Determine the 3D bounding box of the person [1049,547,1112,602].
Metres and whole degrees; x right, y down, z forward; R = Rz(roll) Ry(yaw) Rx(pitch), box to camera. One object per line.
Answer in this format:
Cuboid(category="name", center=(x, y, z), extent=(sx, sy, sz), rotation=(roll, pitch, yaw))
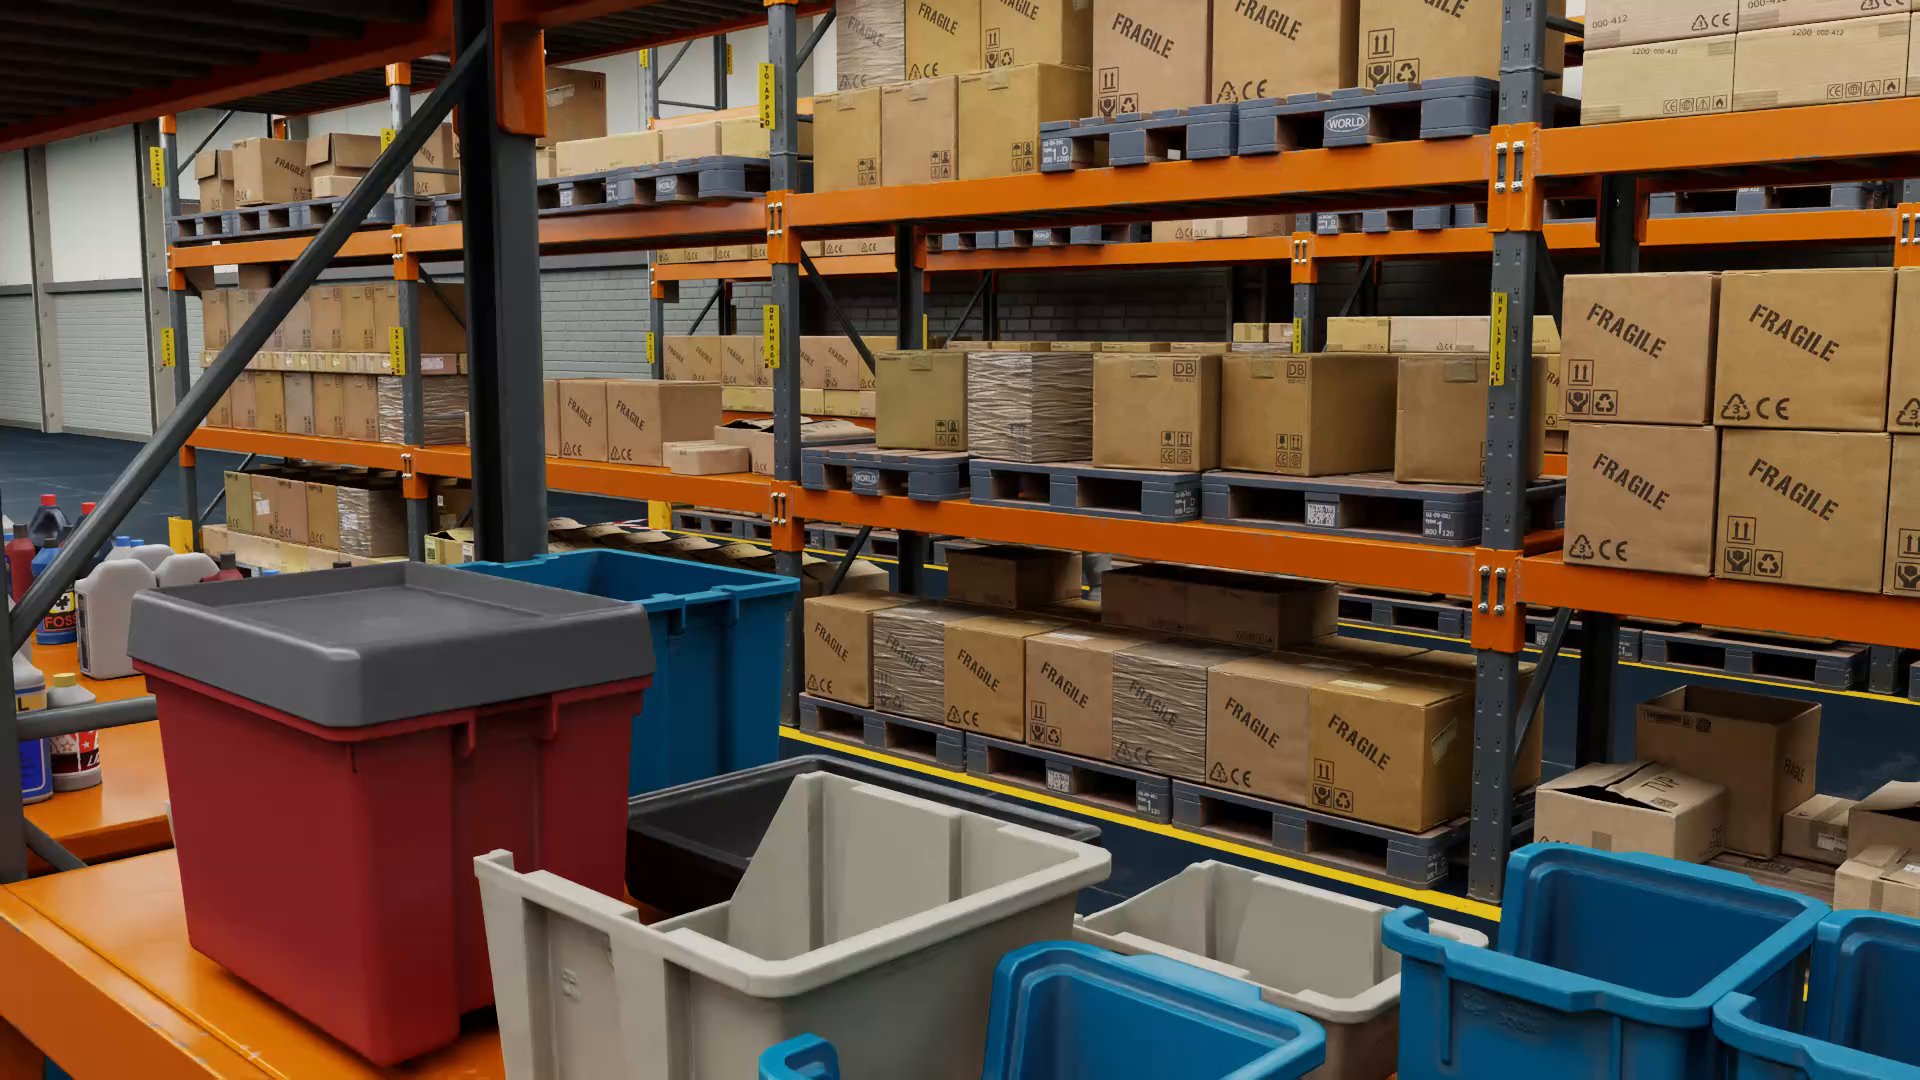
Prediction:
Cuboid(category="person", center=(0.789, -0.061, 10.734), extent=(0.549, 1.664, 0.470), rotation=(6, 9, 41))
